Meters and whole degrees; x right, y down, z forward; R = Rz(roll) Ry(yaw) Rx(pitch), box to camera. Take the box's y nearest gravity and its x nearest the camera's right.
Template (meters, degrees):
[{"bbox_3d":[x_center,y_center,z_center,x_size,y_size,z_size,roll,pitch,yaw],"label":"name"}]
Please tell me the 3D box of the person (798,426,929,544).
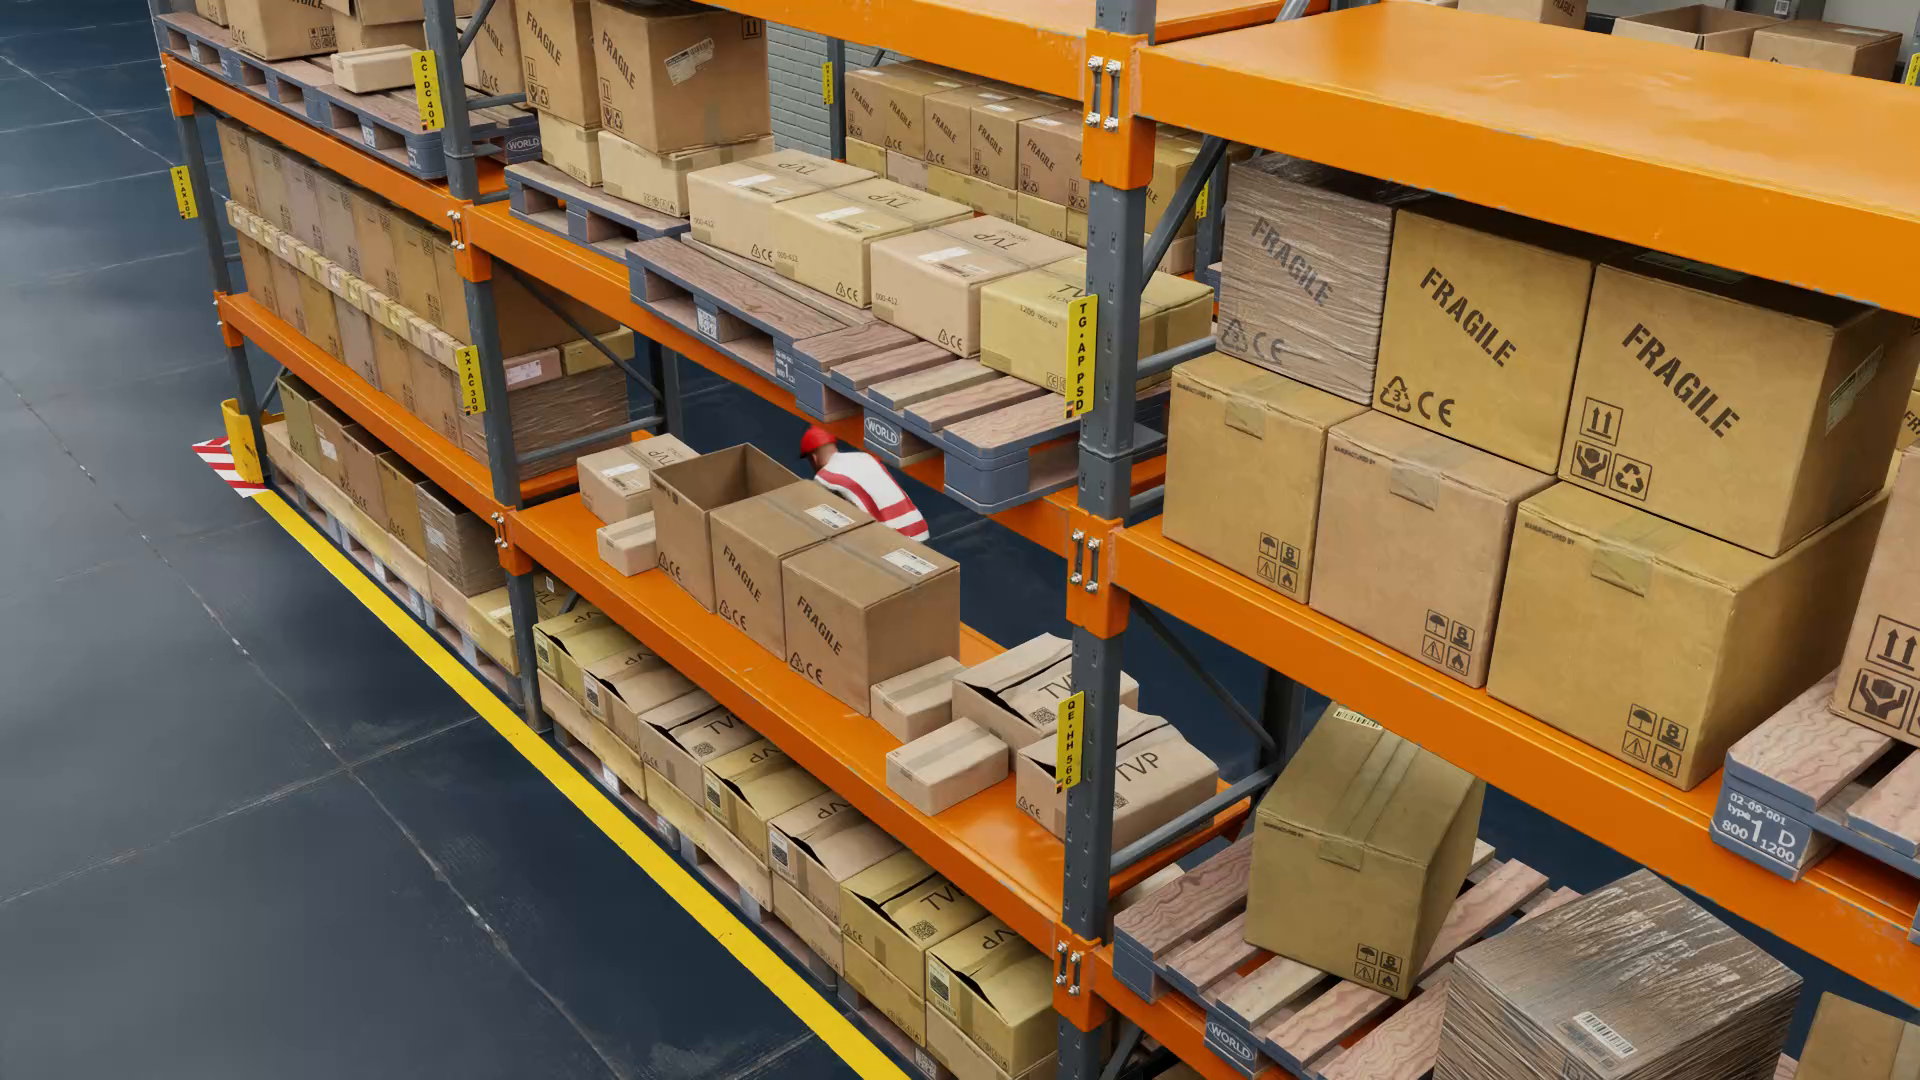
[{"bbox_3d":[-0.580,-0.051,9.439,0.580,1.093,0.858,-22,35,-35],"label":"person"}]
